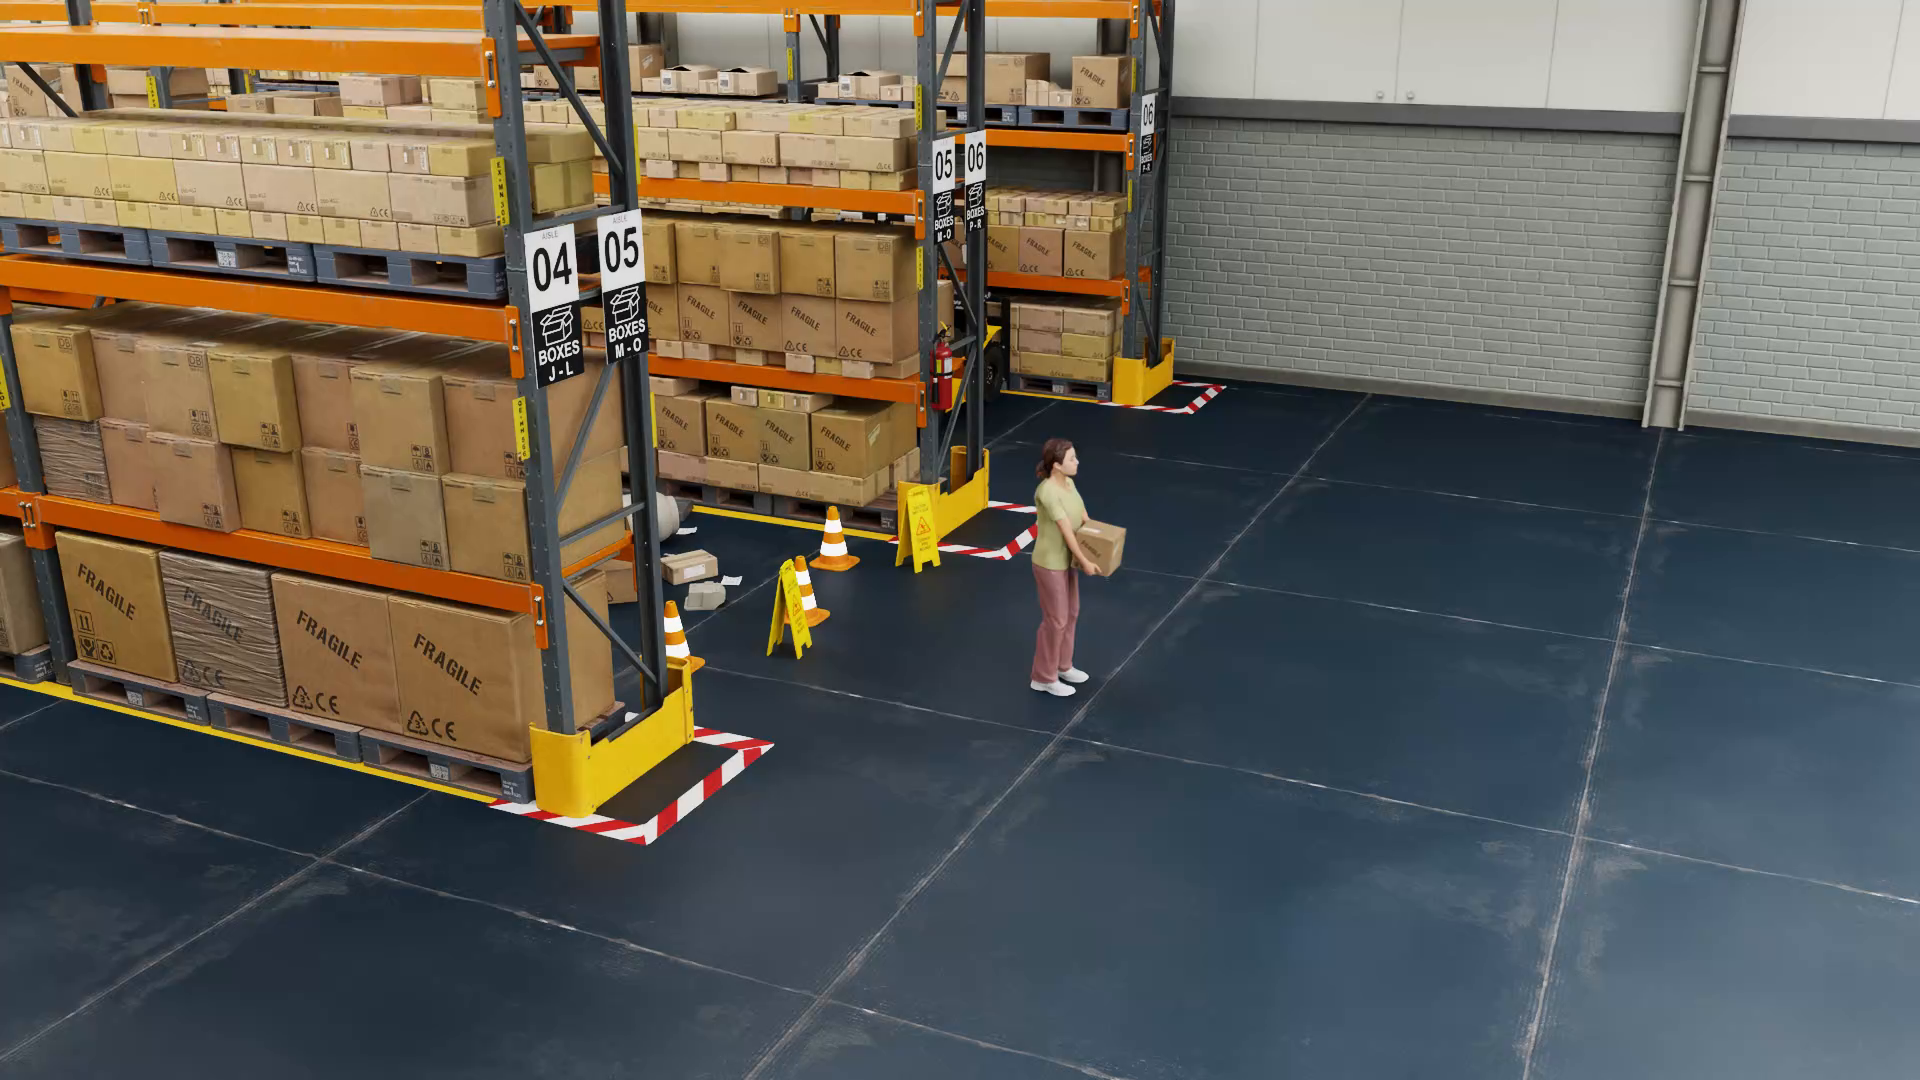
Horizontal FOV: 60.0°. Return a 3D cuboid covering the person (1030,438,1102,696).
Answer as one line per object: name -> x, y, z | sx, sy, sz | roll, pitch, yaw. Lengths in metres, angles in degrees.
person -> 0.704, 0.170, 10.596 | 0.517, 1.668, 0.406 | 8, 21, 22
